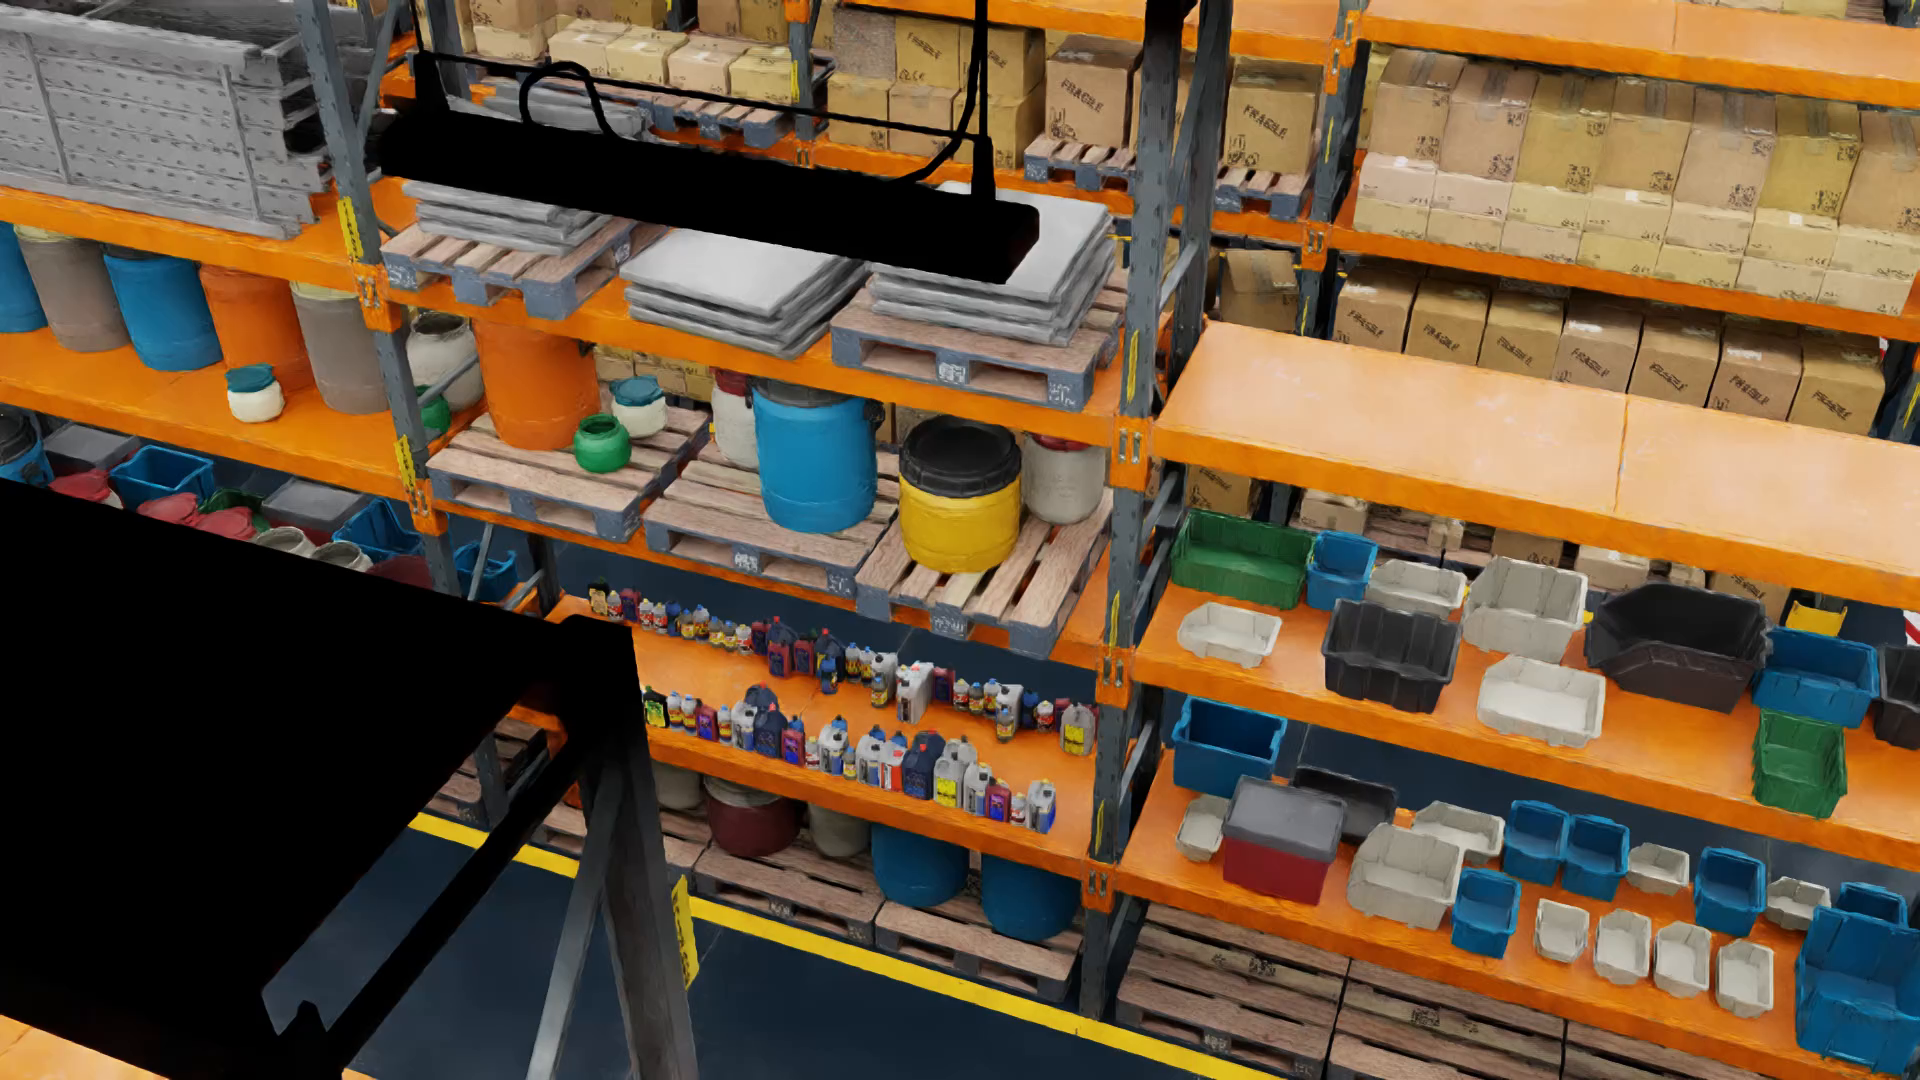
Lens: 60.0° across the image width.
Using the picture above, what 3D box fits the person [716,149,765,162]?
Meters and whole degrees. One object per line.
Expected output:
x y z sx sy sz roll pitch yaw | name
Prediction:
-2.274 -3.941 17.253 1.104 1.715 0.574 7 37 10 | person
